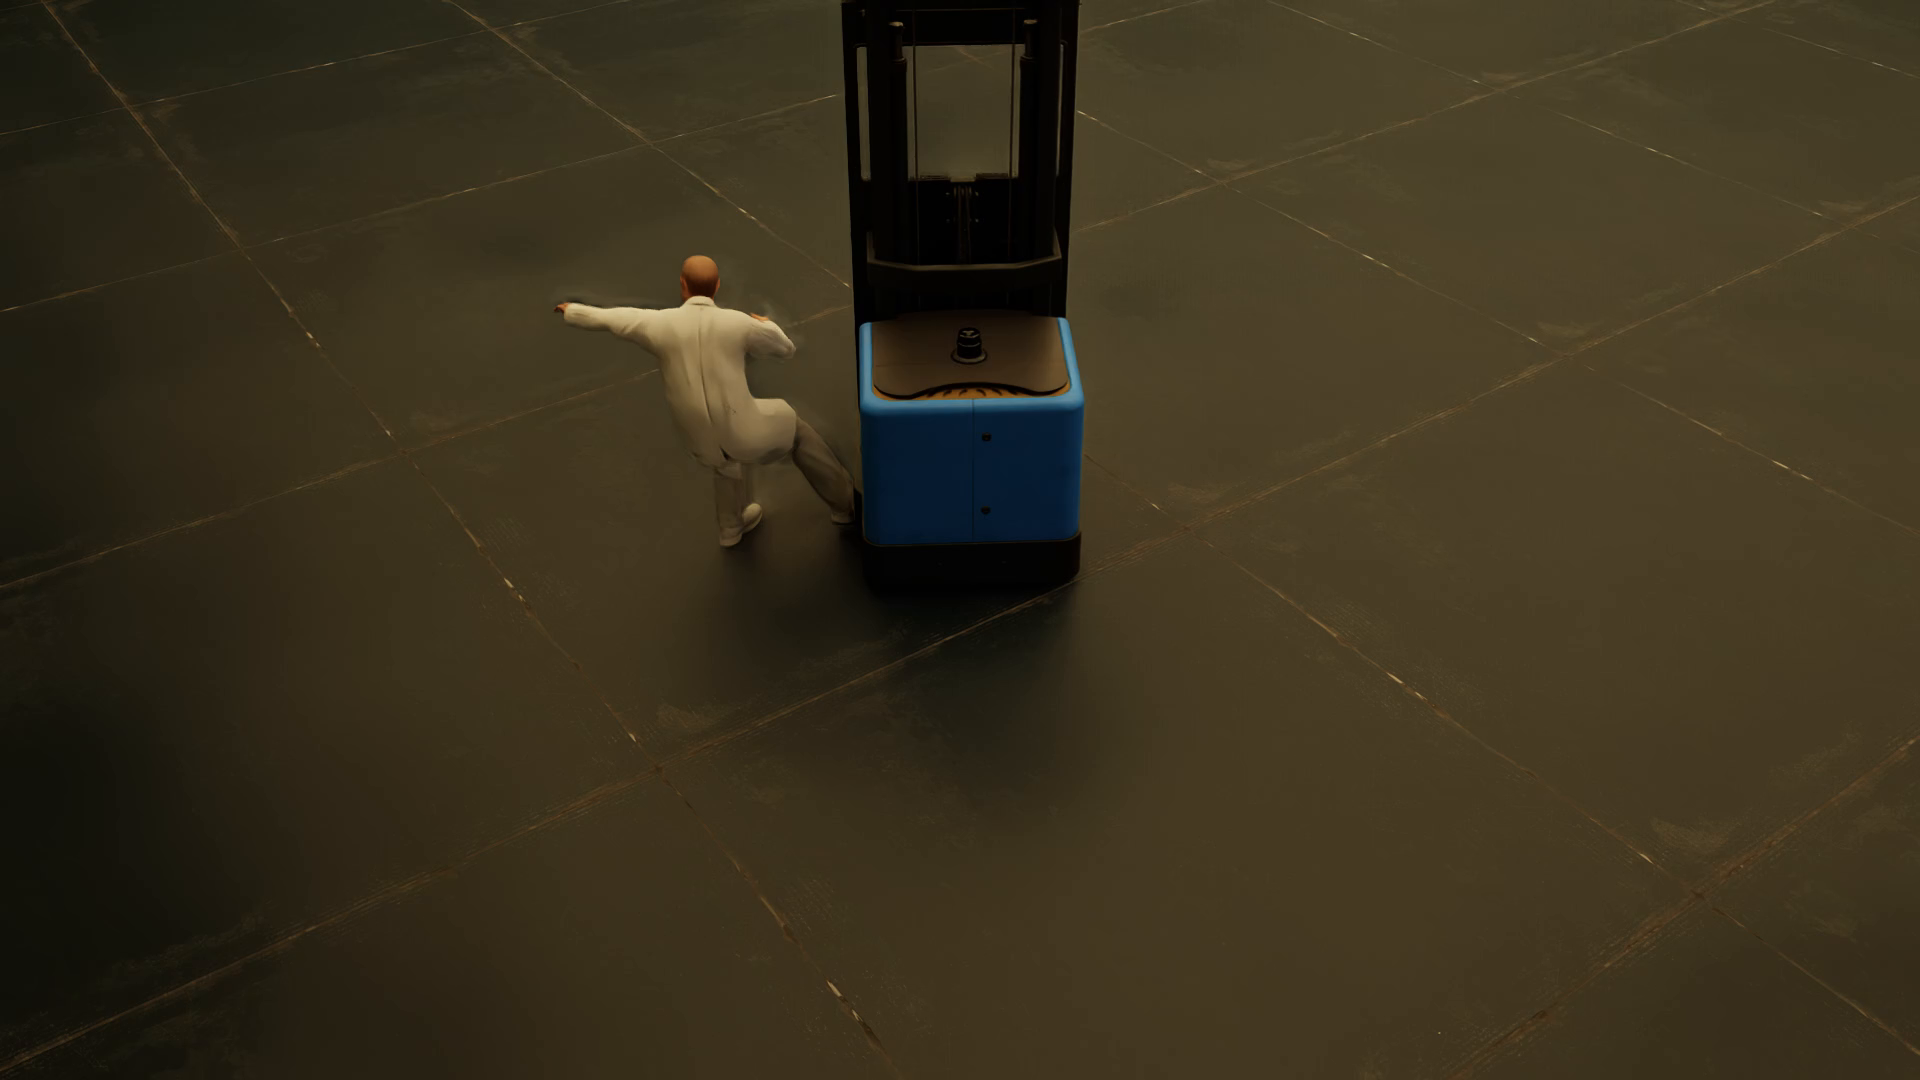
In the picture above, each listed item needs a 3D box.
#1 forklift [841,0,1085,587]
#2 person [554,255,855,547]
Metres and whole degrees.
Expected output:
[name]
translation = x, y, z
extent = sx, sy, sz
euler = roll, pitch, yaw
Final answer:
[forklift]
translation = -0.014, -1.808, 8.390
extent = 1.130, 2.935, 3.031
euler = -2, 37, -2
[person]
translation = -1.144, -0.709, 8.115
extent = 1.617, 1.485, 0.806
euler = -3, 37, -4
